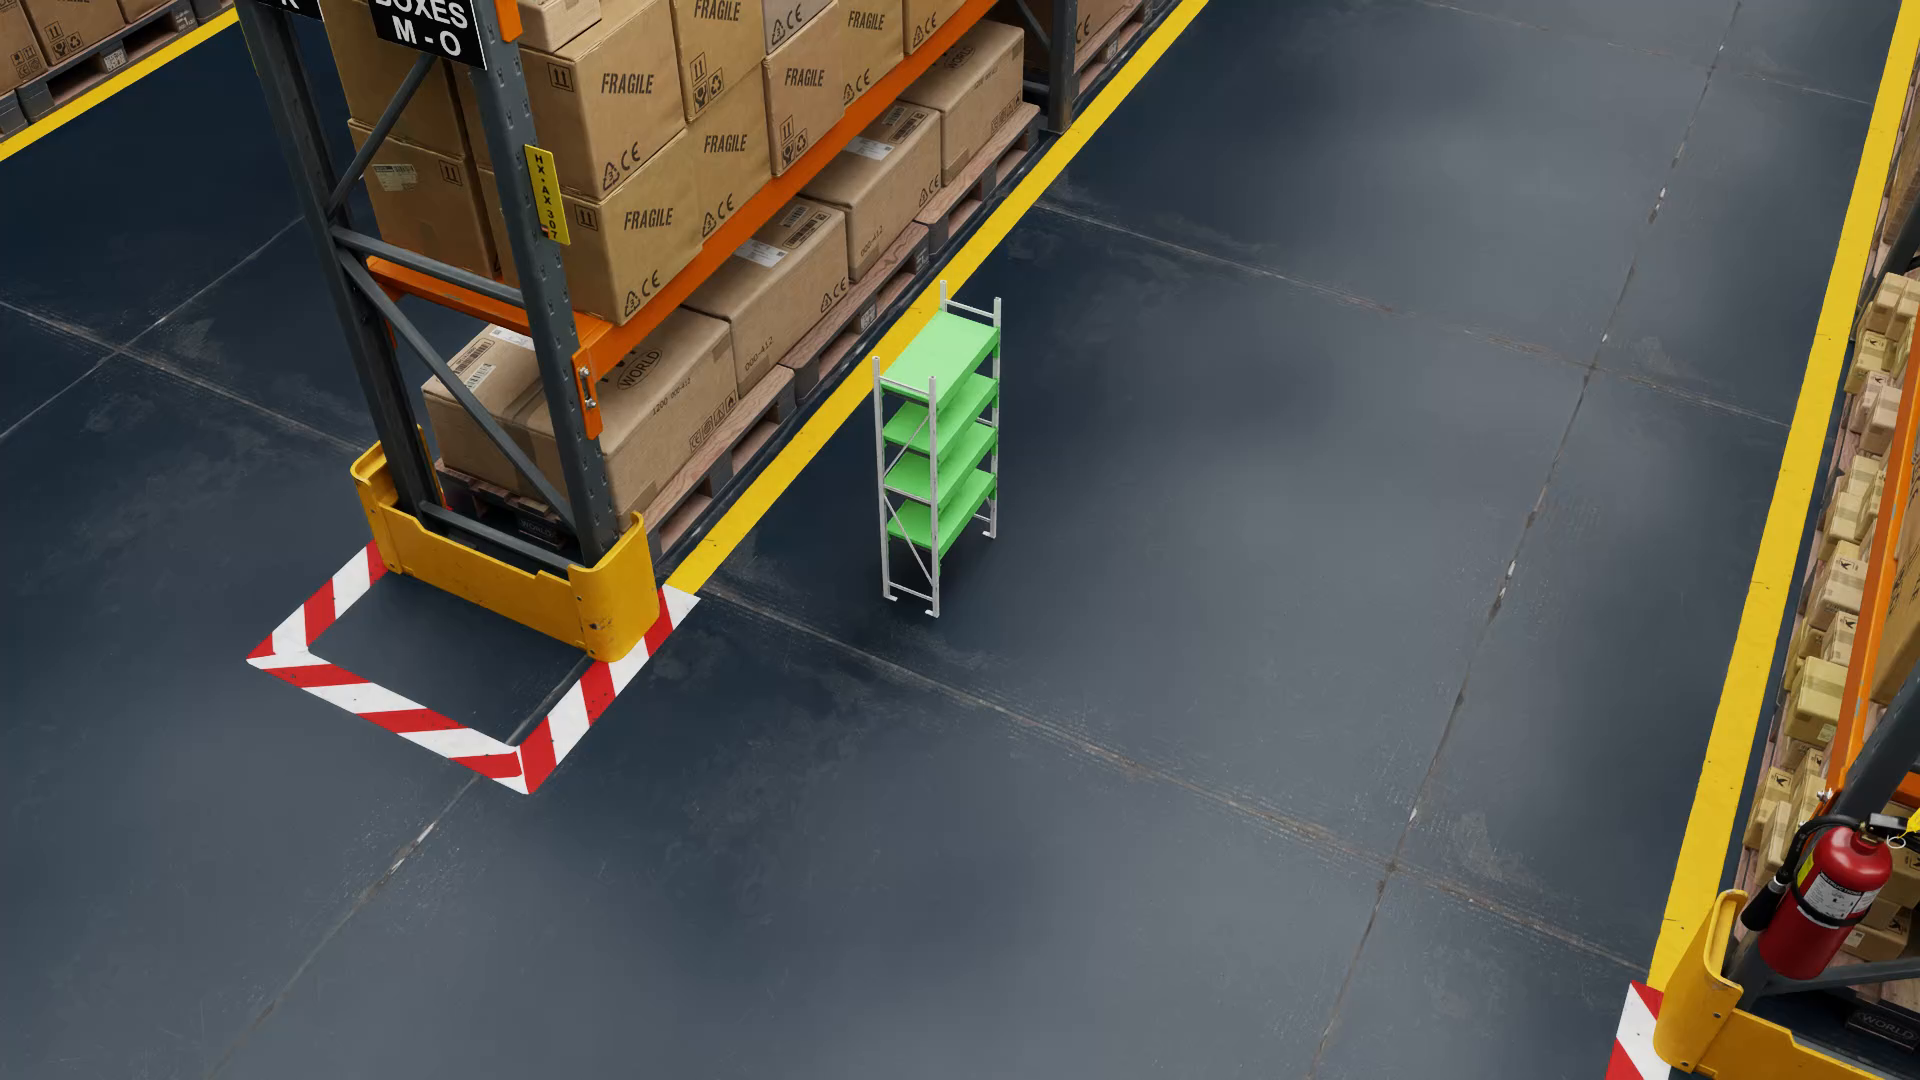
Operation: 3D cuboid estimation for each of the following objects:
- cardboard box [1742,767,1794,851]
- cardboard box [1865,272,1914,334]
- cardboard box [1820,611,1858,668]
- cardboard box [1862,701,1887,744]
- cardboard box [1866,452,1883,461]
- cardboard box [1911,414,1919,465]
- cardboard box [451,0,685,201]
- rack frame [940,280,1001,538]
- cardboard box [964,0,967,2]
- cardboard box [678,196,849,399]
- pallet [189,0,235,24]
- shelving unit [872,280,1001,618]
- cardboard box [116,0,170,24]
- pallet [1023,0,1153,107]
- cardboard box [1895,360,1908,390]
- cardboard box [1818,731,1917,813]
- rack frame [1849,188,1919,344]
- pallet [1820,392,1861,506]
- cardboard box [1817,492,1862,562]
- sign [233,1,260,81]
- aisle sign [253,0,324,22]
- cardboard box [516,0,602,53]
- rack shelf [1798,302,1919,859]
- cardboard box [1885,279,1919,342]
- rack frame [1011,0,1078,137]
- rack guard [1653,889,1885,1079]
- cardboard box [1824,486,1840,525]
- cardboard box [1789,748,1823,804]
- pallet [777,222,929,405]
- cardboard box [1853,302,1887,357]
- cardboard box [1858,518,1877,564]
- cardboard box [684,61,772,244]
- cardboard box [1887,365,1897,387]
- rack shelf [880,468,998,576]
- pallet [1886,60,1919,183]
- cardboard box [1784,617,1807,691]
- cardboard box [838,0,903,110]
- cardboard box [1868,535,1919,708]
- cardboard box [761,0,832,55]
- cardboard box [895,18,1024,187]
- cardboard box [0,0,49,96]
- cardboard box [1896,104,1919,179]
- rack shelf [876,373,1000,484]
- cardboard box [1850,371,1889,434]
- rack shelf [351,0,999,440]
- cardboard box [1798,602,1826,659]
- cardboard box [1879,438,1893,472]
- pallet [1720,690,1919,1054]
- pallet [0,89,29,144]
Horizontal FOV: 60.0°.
[{"bbox_3d":[2.792,0.940,5.421,0.380,0.149,0.250,22,49,20],"label":"cardboard box"},{"bbox_3d":[4.108,-0.966,7.096,0.380,0.149,0.250,23,50,21],"label":"cardboard box"},{"bbox_3d":[3.076,0.423,5.514,0.380,0.149,0.250,19,48,18],"label":"cardboard box"},{"bbox_3d":[2.604,0.471,4.352,0.380,0.149,0.250,21,49,19],"label":"cardboard box"},{"bbox_3d":[3.712,-0.277,6.415,0.380,0.149,0.250,23,50,21],"label":"cardboard box"},{"bbox_3d":[3.154,-0.472,4.828,0.500,0.500,0.500,21,49,19],"label":"cardboard box"},{"bbox_3d":[-1.253,-1.484,5.335,0.500,0.500,0.500,19,48,18],"label":"cardboard box"},{"bbox_3d":[0.036,-0.471,6.372,0.240,1.200,0.015,20,49,19],"label":"rack frame"},{"bbox_3d":[-0.095,-2.742,7.280,0.500,0.500,0.500,19,48,18],"label":"cardboard box"},{"bbox_3d":[-1.093,-1.164,7.298,0.875,0.438,0.875,22,49,20],"label":"cardboard box"},{"bbox_3d":[-4.590,-3.633,10.192,1.003,0.211,1.213,20,49,19],"label":"pallet"},{"bbox_3d":[-0.077,-0.317,6.220,0.258,1.200,0.503,20,49,19],"label":"shelving unit"},{"bbox_3d":[-4.846,-3.328,9.393,0.700,0.500,0.500,19,48,18],"label":"cardboard box"},{"bbox_3d":[0.420,-2.940,9.507,1.003,0.211,1.213,20,49,19],"label":"pallet"},{"bbox_3d":[3.861,-0.543,6.469,0.380,0.149,0.250,19,48,18],"label":"cardboard box"},{"bbox_3d":[2.892,0.770,5.171,0.380,0.149,0.250,21,49,20],"label":"cardboard box"},{"bbox_3d":[4.560,-1.838,6.458,1.000,3.000,0.127,20,49,19],"label":"rack frame"},{"bbox_3d":[4.279,-0.423,7.020,1.003,0.211,1.213,20,49,19],"label":"pallet"},{"bbox_3d":[3.402,0.008,6.133,0.380,0.149,0.250,21,49,19],"label":"cardboard box"},{"bbox_3d":[-2.203,-1.567,5.210,0.100,0.325,0.005,20,49,19],"label":"sign"},{"bbox_3d":[-2.037,-1.860,4.652,0.394,0.787,0.004,20,49,19],"label":"aisle sign"},{"bbox_3d":[-1.319,-1.636,5.029,0.380,0.149,0.250,21,49,20],"label":"cardboard box"},{"bbox_3d":[3.631,-0.326,5.469,1.077,0.370,4.000,20,49,19],"label":"rack shelf"},{"bbox_3d":[4.036,-0.891,6.812,0.380,0.149,0.250,23,50,21],"label":"cardboard box"},{"bbox_3d":[0.128,-3.409,8.010,1.000,3.000,0.127,20,49,19],"label":"rack frame"},{"bbox_3d":[2.738,1.512,4.904,1.175,0.500,0.348,20,49,19],"label":"rack guard"},{"bbox_3d":[3.540,-0.030,6.380,0.380,0.149,0.250,19,48,18],"label":"cardboard box"},{"bbox_3d":[2.864,0.858,5.293,0.380,0.149,0.250,19,48,18],"label":"cardboard box"},{"bbox_3d":[-0.859,-1.204,7.792,1.003,0.211,1.213,20,49,19],"label":"pallet"},{"bbox_3d":[4.106,-0.861,7.201,0.380,0.149,0.250,18,48,17],"label":"cardboard box"},{"bbox_3d":[3.372,0.106,5.827,0.380,0.149,0.250,19,48,18],"label":"cardboard box"},{"bbox_3d":[-1.041,-1.460,6.014,0.500,0.500,0.500,20,49,19],"label":"cardboard box"},{"bbox_3d":[3.989,-0.611,6.745,0.380,0.149,0.250,20,49,19],"label":"cardboard box"},{"bbox_3d":[-0.077,-0.104,6.436,0.258,0.148,0.480,20,49,19],"label":"rack shelf"},{"bbox_3d":[5.485,-2.121,8.697,1.003,0.211,1.213,20,49,19],"label":"pallet"},{"bbox_3d":[3.157,0.461,5.895,0.380,0.149,0.250,18,48,17],"label":"cardboard box"},{"bbox_3d":[-0.571,-2.095,6.642,0.500,0.500,0.500,22,49,20],"label":"cardboard box"},{"bbox_3d":[2.683,0.174,4.190,0.500,0.500,0.500,21,49,20],"label":"cardboard box"},{"bbox_3d":[-0.788,-2.139,5.982,0.500,0.500,0.500,20,49,19],"label":"cardboard box"},{"bbox_3d":[-0.258,-2.296,8.416,0.875,0.438,0.875,20,49,19],"label":"cardboard box"},{"bbox_3d":[-5.328,-2.674,8.746,0.700,0.500,0.500,22,49,21],"label":"cardboard box"},{"bbox_3d":[4.919,-1.980,8.060,0.500,0.500,0.500,19,48,18],"label":"cardboard box"},{"bbox_3d":[-0.077,-0.441,6.095,0.258,0.148,0.480,20,49,19],"label":"rack shelf"},{"bbox_3d":[3.913,-0.519,6.863,0.380,0.149,0.250,20,49,19],"label":"cardboard box"},{"bbox_3d":[-0.800,-1.896,7.021,1.077,0.370,4.000,20,49,19],"label":"rack shelf"},{"bbox_3d":[3.164,0.346,5.799,0.380,0.149,0.250,21,49,20],"label":"cardboard box"},{"bbox_3d":[3.617,-0.211,6.140,0.380,0.149,0.250,19,48,17],"label":"cardboard box"},{"bbox_3d":[3.147,1.114,5.501,1.003,0.211,1.213,20,49,19],"label":"pallet"},{"bbox_3d":[-5.722,-2.096,8.673,1.003,0.211,1.213,20,49,19],"label":"pallet"}]
